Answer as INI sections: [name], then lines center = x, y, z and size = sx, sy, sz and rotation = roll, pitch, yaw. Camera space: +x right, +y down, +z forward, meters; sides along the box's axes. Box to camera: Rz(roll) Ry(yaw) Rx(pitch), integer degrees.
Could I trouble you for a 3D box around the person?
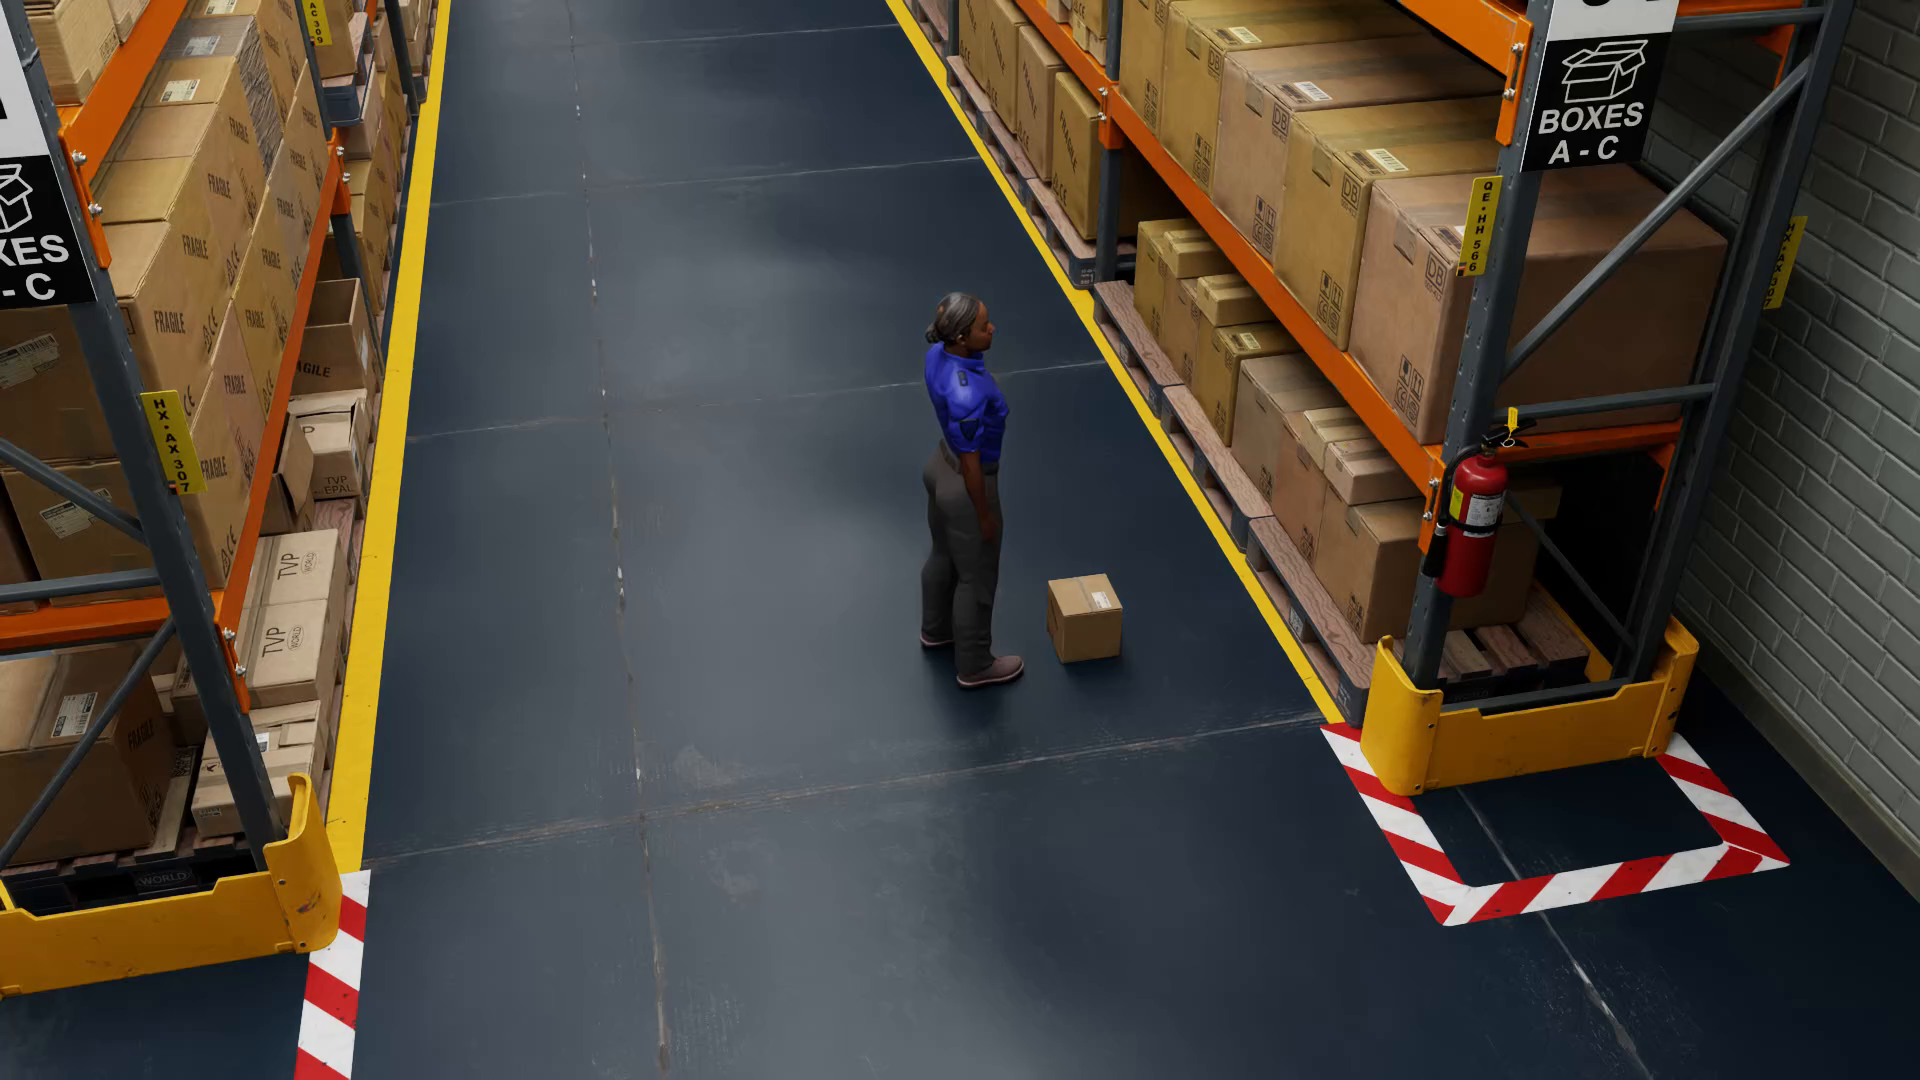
[person]
center = 0.047, -0.199, 6.415
size = 0.360, 1.663, 0.440
rotation = -10, 36, -14
